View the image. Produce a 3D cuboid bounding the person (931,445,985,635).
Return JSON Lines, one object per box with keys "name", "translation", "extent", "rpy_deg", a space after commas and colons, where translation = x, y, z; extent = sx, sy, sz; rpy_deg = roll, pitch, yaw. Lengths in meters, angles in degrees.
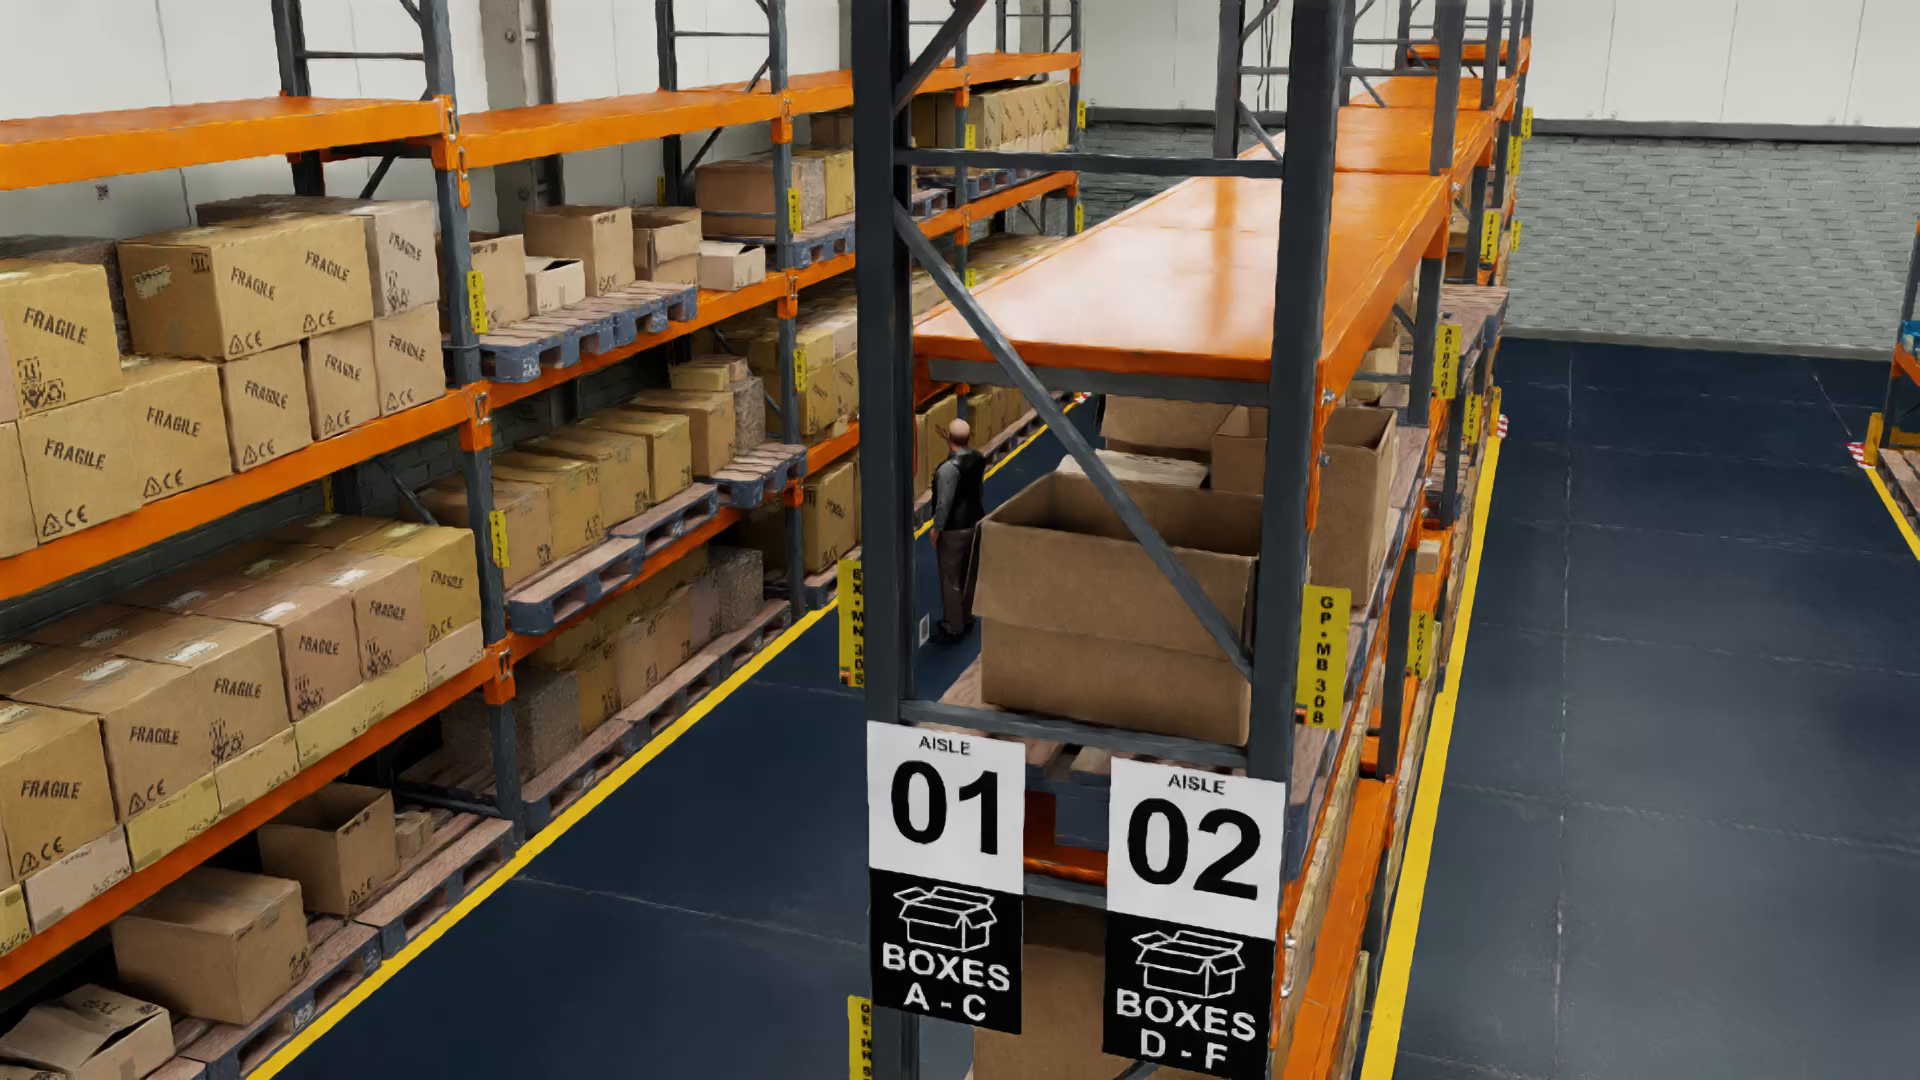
{"name": "person", "translation": [-0.011, -0.020, 12.802], "extent": [0.357, 1.473, 0.588], "rpy_deg": [12, 22, 32]}
